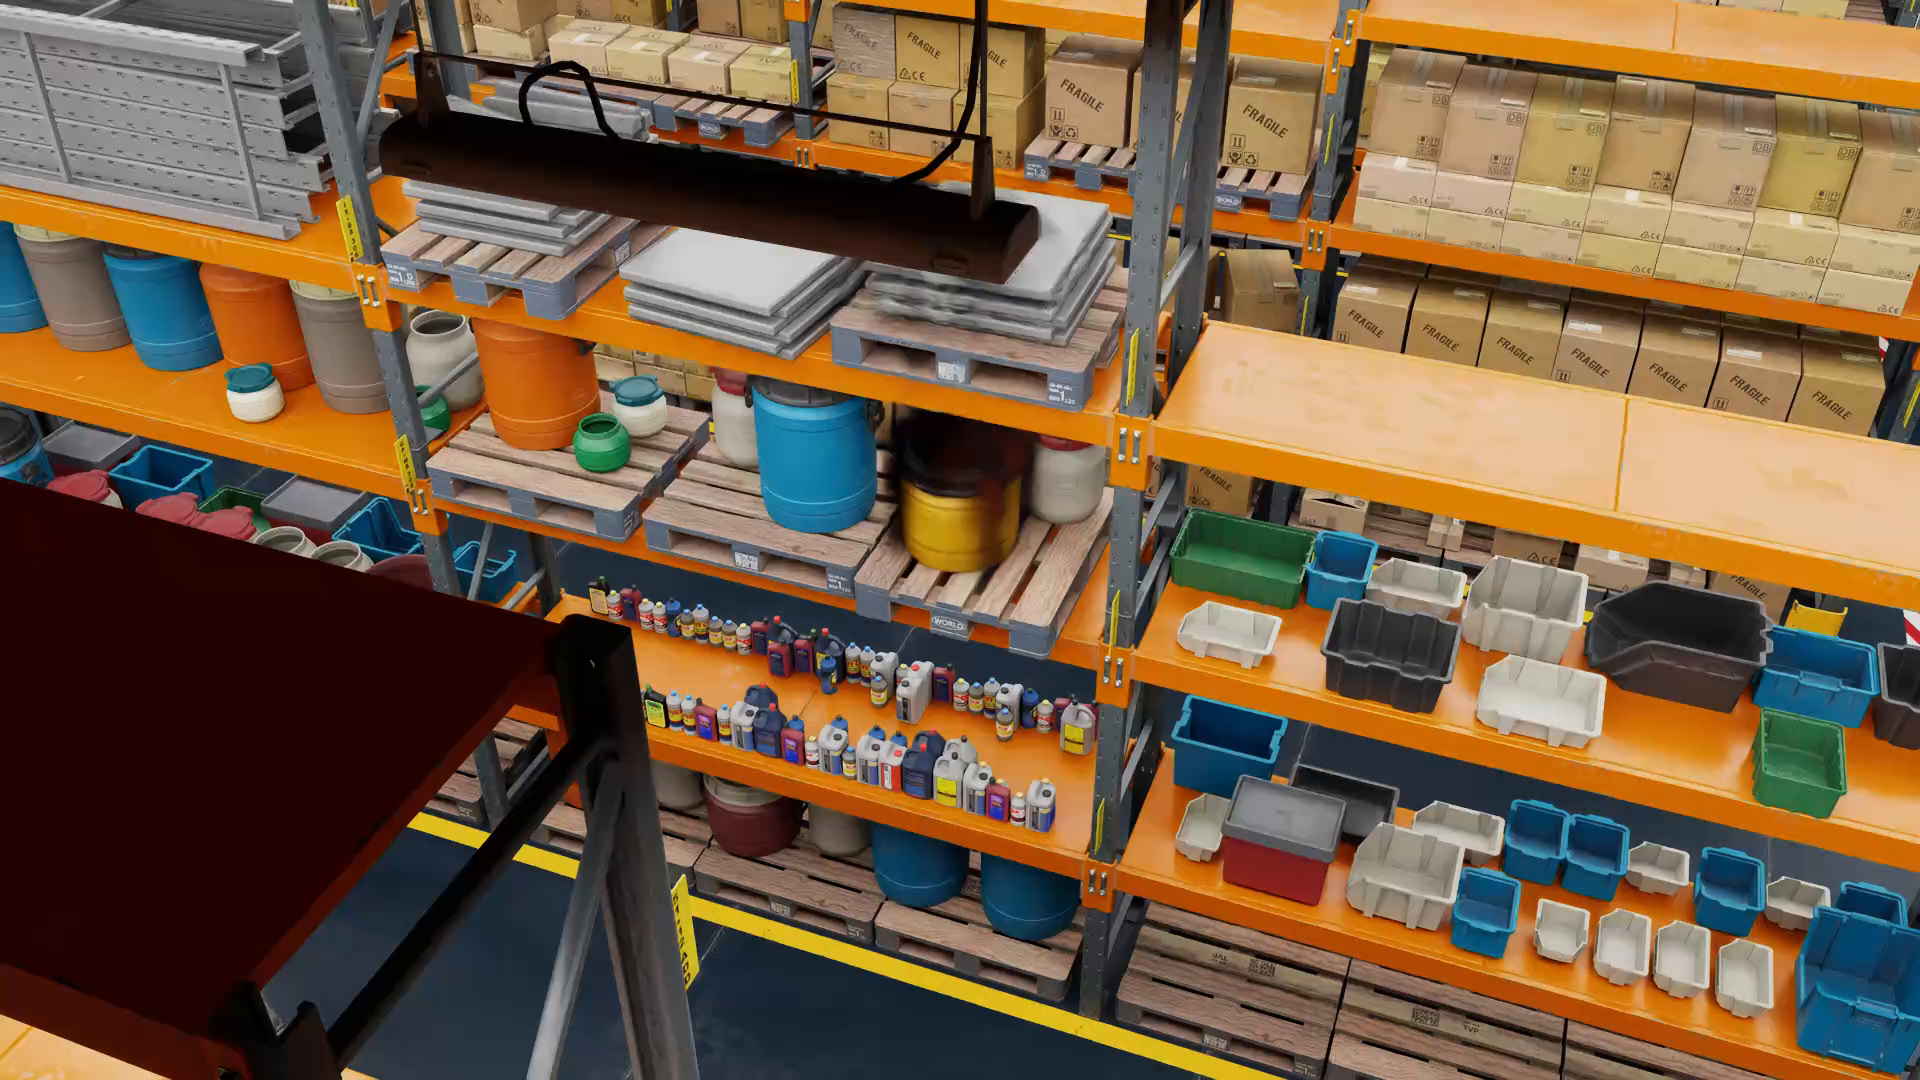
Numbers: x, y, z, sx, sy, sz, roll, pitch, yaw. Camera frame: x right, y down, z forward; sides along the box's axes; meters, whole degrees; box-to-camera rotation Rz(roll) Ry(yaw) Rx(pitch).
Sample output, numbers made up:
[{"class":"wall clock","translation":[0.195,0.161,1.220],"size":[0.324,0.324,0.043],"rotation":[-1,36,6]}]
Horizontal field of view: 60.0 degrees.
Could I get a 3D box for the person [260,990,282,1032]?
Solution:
[{"class":"person","translation":[-4.244,2.171,9.087],"size":[0.697,1.703,0.488],"rotation":[9,37,12]}]
